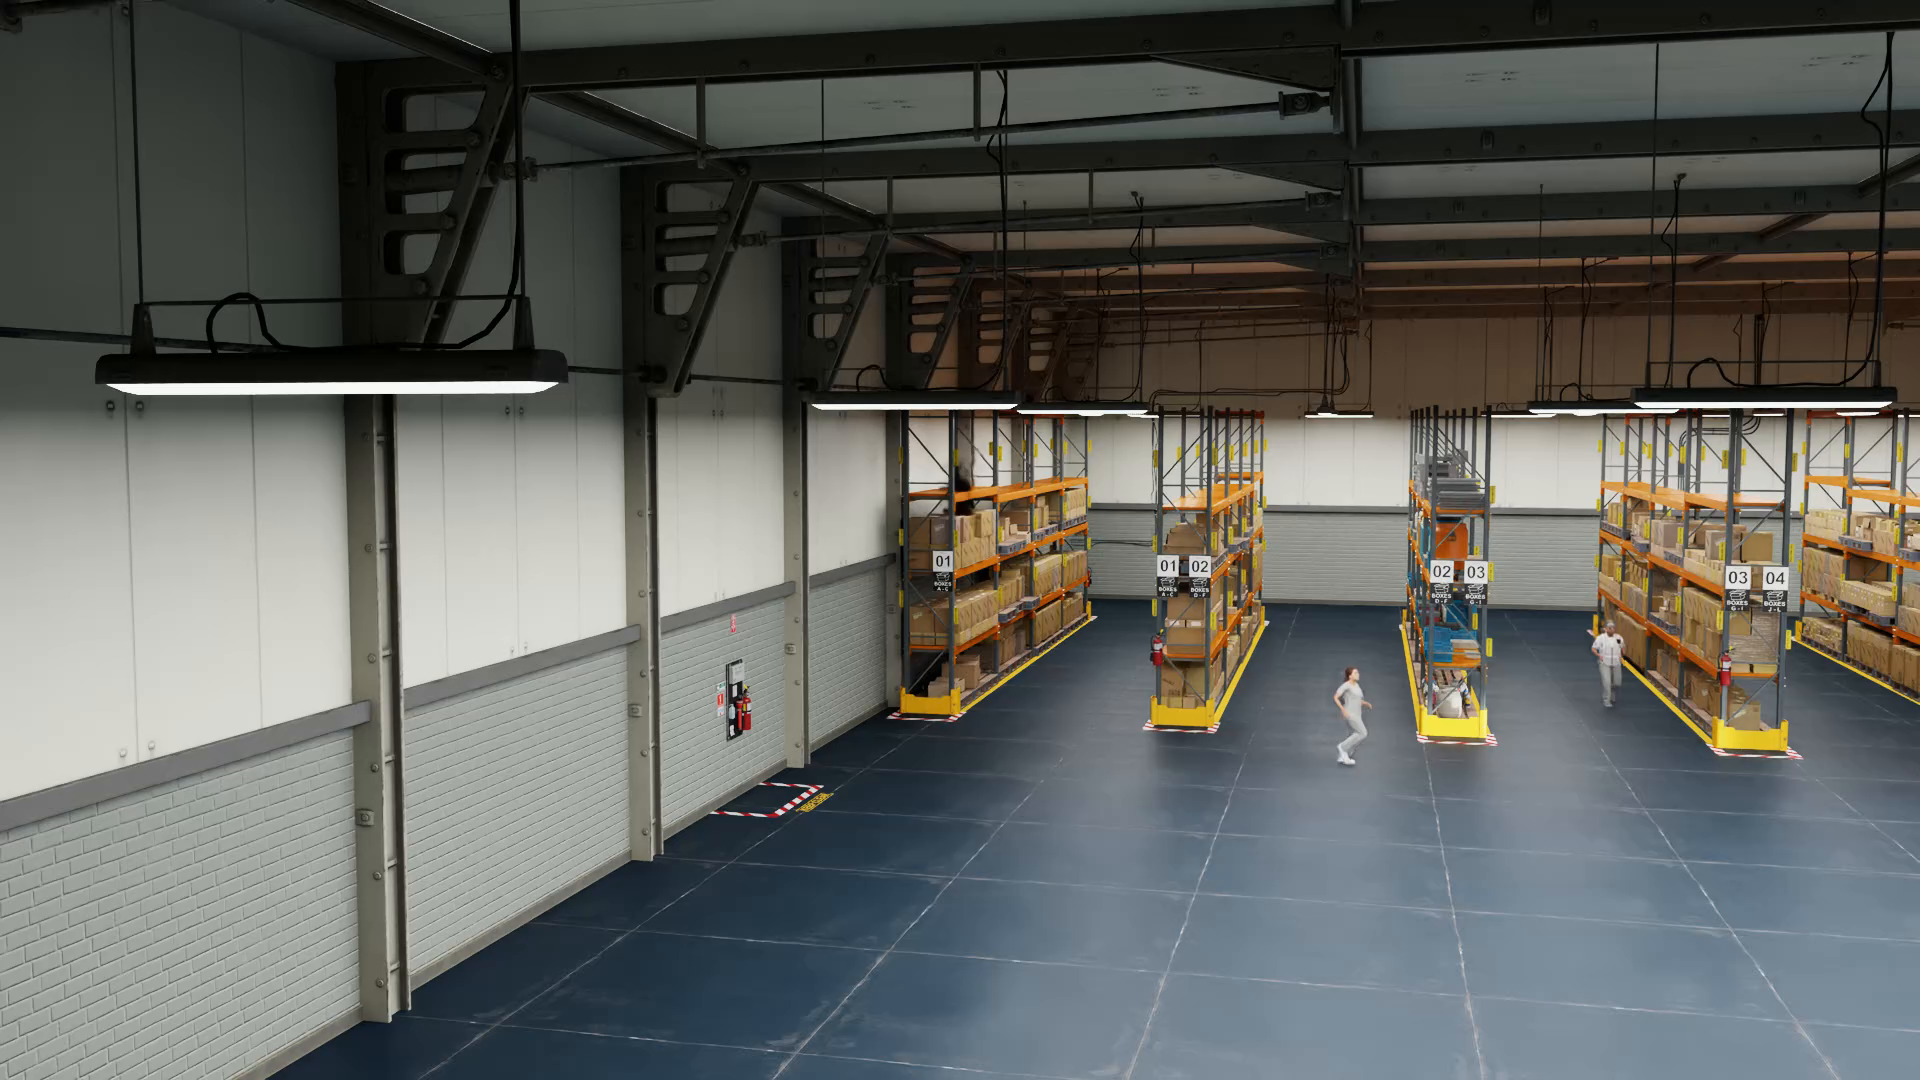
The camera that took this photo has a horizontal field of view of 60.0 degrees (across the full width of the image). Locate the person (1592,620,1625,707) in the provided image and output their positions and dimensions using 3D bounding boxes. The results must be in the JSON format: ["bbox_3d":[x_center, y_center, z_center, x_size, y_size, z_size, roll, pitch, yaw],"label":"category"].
[{"bbox_3d":[13.024,2.461,33.356,0.661,1.731,0.628,1,4,7],"label":"person"}]

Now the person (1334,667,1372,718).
[{"bbox_3d":[6.564,2.524,27.586,0.551,0.825,0.552,3,5,38],"label":"person"}]
